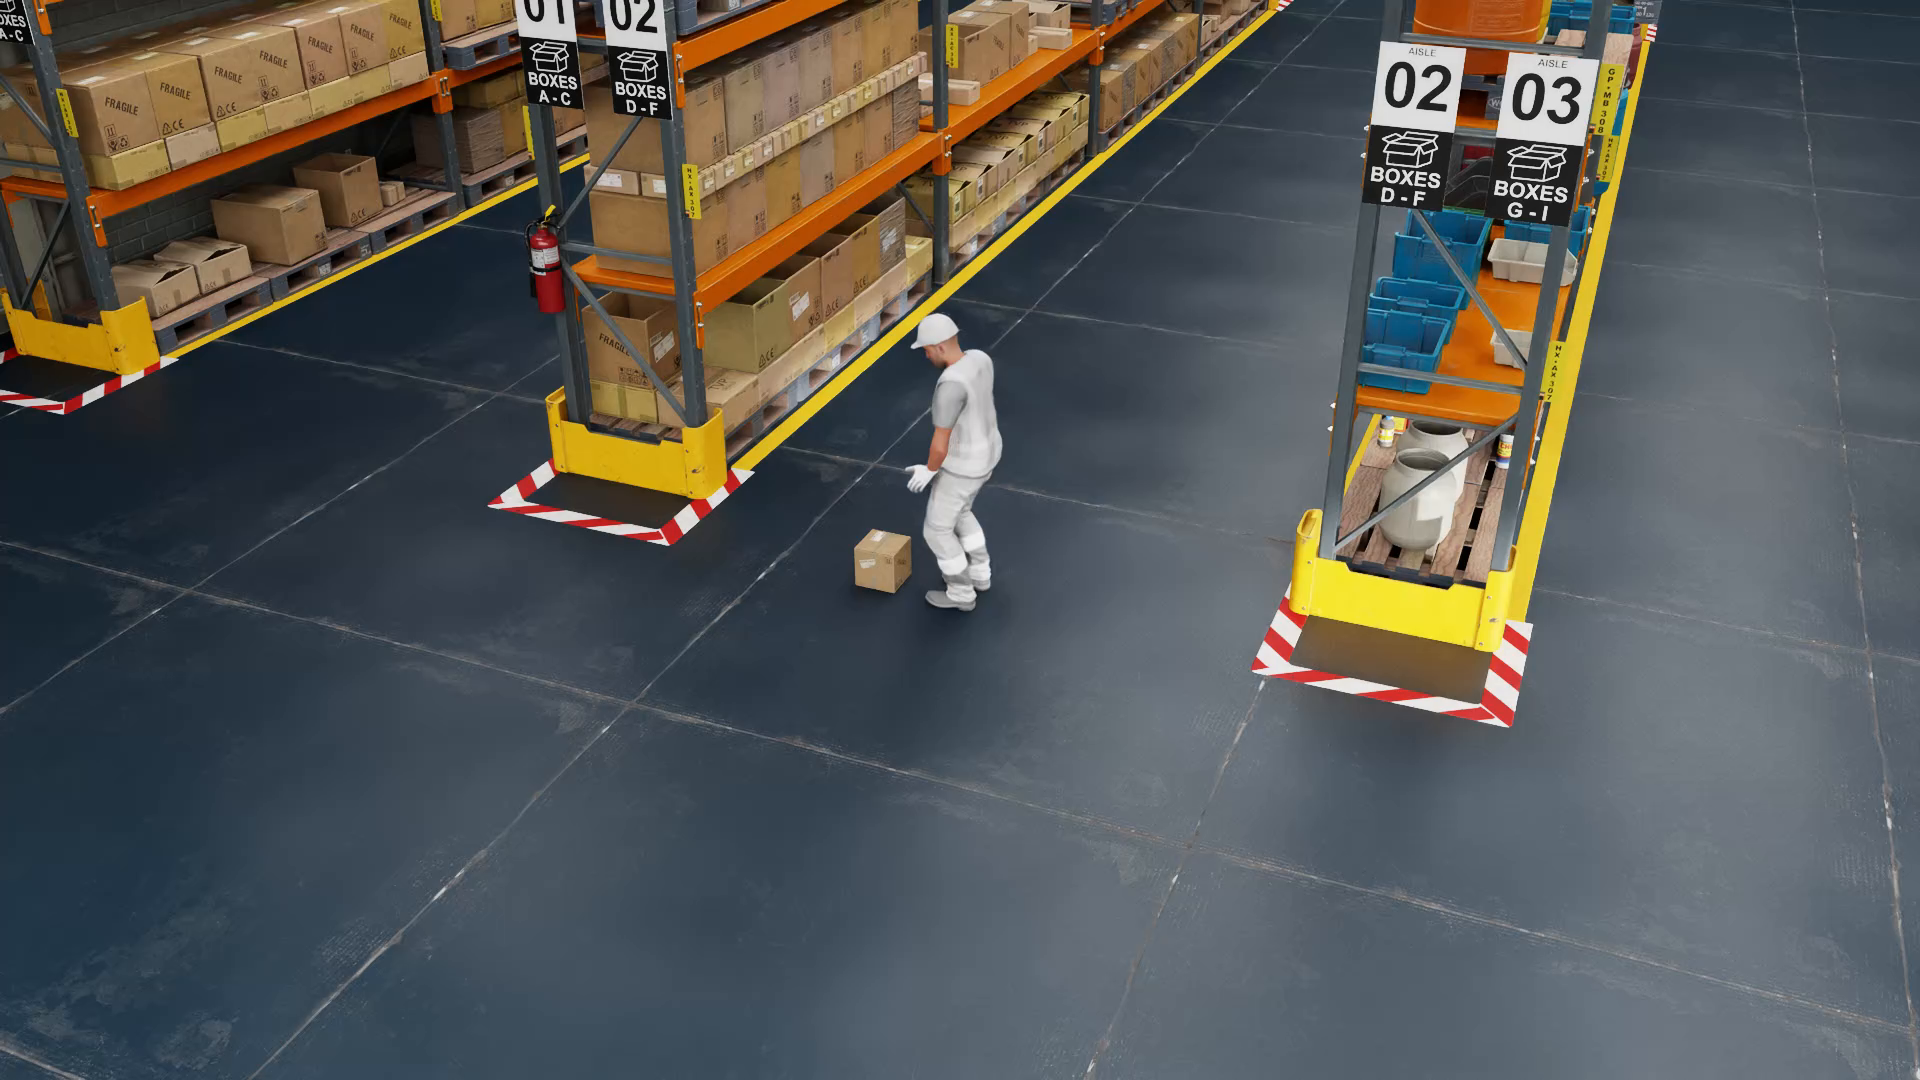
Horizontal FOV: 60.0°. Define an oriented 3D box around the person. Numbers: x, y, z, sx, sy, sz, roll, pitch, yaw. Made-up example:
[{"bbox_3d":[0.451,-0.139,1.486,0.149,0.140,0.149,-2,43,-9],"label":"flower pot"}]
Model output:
[{"bbox_3d":[-0.032,-0.425,9.200,0.477,1.724,0.547,12,32,20],"label":"person"}]
